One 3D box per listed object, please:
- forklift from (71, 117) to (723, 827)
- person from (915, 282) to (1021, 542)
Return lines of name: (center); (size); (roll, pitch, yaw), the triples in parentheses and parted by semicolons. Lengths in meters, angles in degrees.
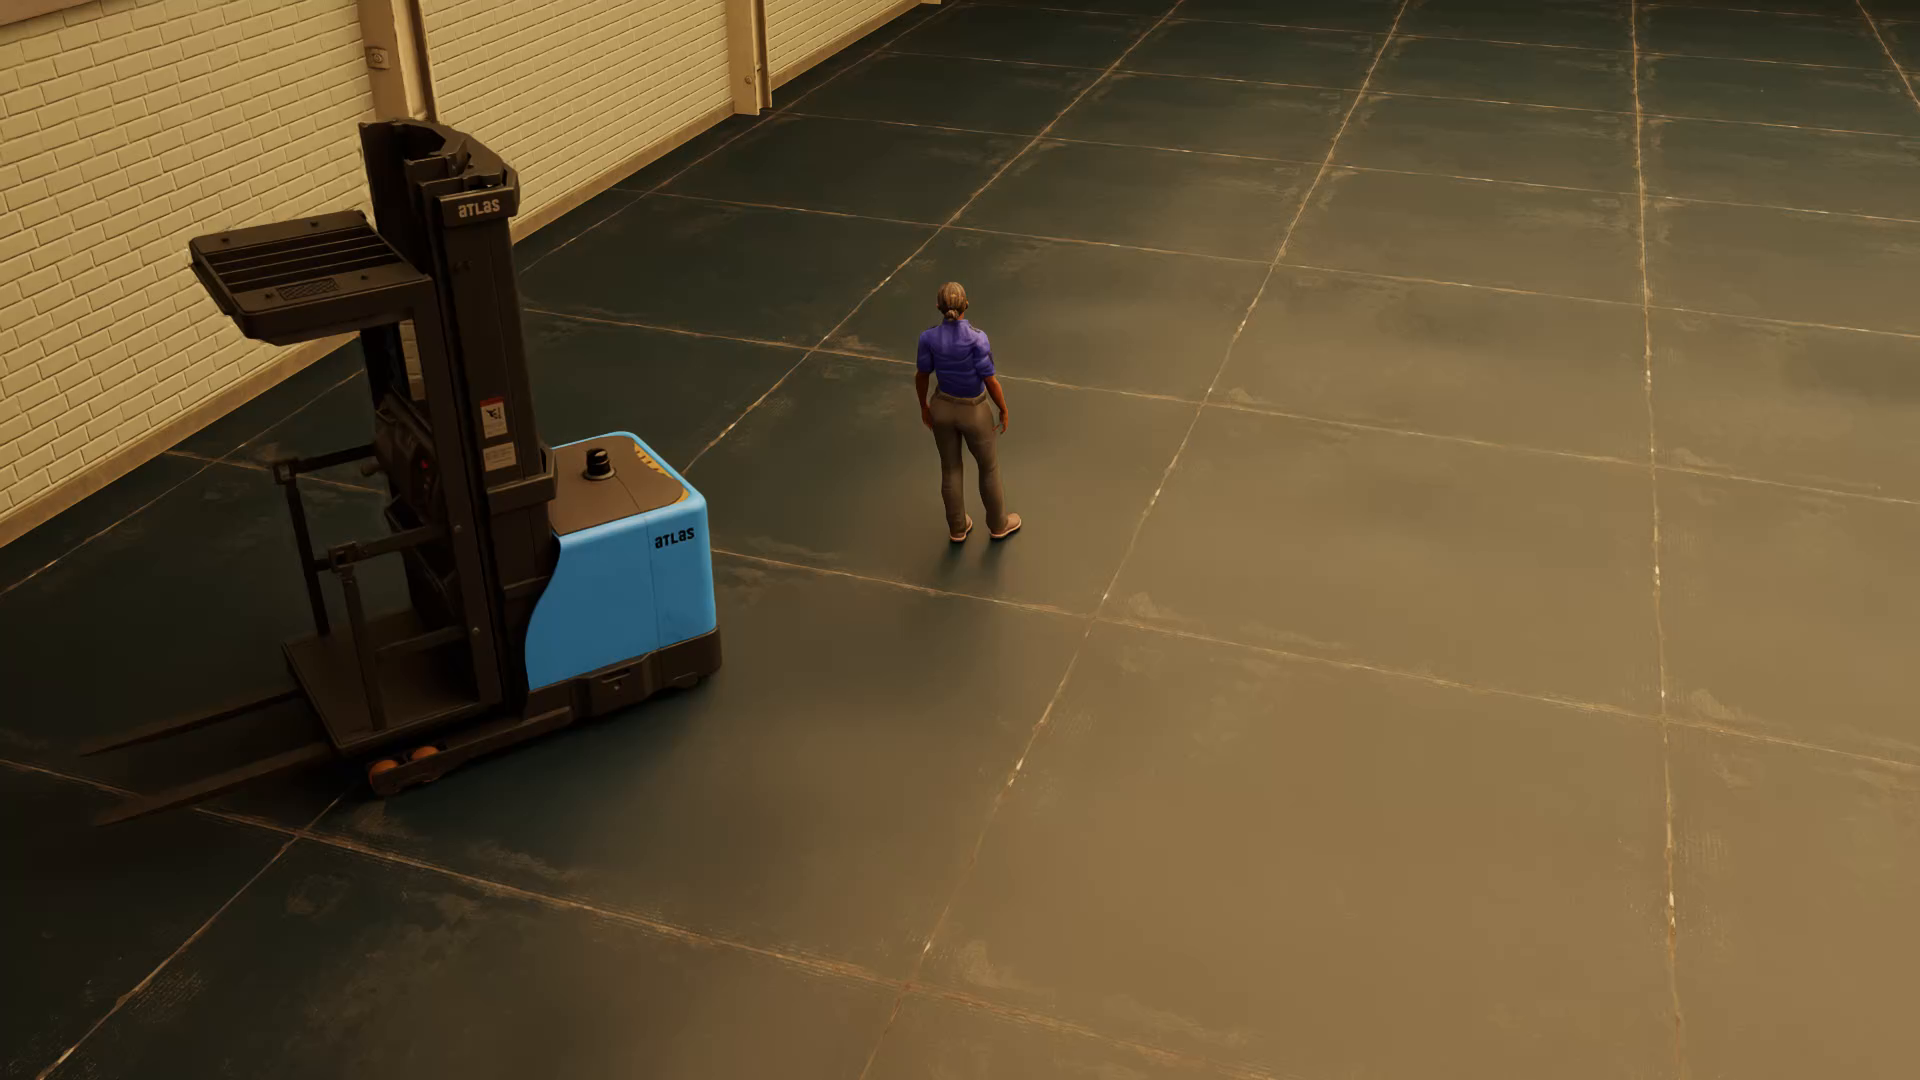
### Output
forklift: (-2.772, -0.351, 7.752); (3.031, 2.935, 1.130); (-18, 34, -28)
person: (0.047, -0.763, 9.749); (0.569, 1.655, 0.504); (10, 31, 16)
